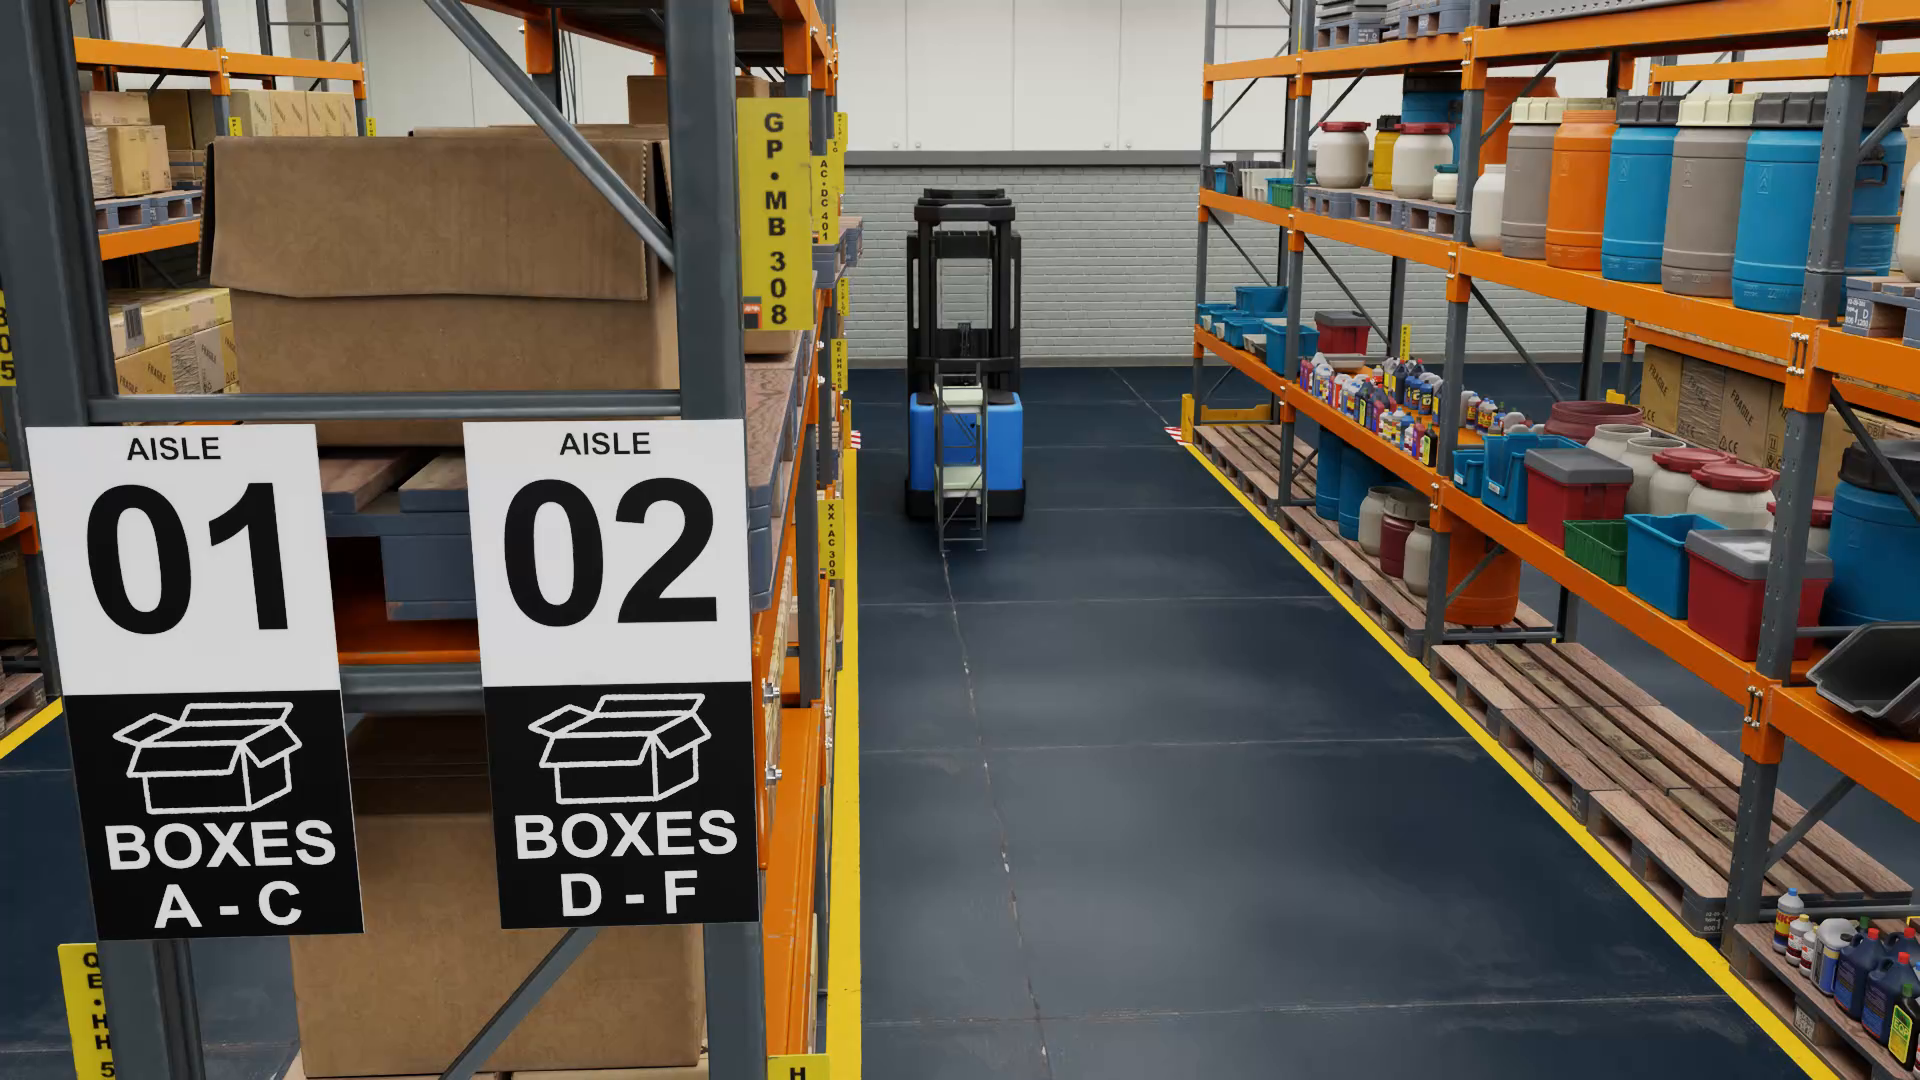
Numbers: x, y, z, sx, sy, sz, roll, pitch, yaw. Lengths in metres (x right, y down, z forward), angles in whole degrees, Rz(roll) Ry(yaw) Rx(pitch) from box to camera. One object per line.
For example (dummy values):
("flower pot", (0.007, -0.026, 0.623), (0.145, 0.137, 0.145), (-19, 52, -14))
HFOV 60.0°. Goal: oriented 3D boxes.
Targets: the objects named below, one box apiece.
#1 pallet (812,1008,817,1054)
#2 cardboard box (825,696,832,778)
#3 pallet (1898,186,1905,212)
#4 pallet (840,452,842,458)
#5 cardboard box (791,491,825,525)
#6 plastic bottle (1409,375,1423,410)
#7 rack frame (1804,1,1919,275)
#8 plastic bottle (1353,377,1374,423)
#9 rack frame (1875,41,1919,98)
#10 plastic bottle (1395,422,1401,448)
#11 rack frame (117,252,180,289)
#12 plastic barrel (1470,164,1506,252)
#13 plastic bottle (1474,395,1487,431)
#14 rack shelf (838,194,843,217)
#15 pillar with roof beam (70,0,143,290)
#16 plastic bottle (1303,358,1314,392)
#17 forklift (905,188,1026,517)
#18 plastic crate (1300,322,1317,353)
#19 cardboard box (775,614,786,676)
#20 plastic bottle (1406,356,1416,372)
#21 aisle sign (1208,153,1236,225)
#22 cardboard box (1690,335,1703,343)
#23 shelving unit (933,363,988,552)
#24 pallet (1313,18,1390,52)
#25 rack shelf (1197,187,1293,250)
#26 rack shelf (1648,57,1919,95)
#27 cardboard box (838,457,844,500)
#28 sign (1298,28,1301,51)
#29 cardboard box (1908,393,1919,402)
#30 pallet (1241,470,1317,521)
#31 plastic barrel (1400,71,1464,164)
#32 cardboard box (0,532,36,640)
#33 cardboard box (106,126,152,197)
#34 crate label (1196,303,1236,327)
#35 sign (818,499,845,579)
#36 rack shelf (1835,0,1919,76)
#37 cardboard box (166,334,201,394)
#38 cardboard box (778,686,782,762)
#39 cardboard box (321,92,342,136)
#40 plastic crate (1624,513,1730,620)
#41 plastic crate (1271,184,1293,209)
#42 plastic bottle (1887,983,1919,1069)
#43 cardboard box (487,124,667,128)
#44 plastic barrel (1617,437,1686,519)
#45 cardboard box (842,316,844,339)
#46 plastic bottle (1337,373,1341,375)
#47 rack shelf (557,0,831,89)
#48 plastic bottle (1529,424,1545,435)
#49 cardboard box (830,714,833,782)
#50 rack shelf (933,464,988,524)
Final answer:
("pallet", (-1.057, 2.014, 6.276), (1.003, 0.211, 1.213), (-1, 14, -3))
("cardboard box", (-0.901, 0.962, 8.319), (0.500, 0.311, 0.500), (-1, 14, -5))
("pallet", (8.433, -2.809, 13.790), (0.805, 0.209, 1.217), (-1, 15, -6))
("pallet", (-1.680, -0.649, 16.626), (1.003, 0.211, 1.213), (-1, 14, -3))
("cardboard box", (-0.981, -0.189, 9.745), (0.380, 0.149, 0.250), (-1, 14, -3))
("plastic bottle", (3.670, -1.189, 13.385), (0.097, 0.271, 0.097), (0, 14, 0))
("rack frame", (3.880, -2.516, 6.246), (1.000, 3.000, 0.127), (-1, 14, -3))
("plastic bottle", (3.122, -1.079, 12.800), (0.144, 0.351, 0.185), (-1, 14, -3))
("rack frame", (8.327, -4.582, 14.276), (1.000, 3.000, 0.127), (-1, 14, -3))
("plastic bottle", (3.160, -0.762, 11.868), (0.097, 0.201, 0.097), (0, 14, 0))
("rack frame", (-6.504, -1.447, 14.132), (1.000, 3.000, 0.127), (-1, 14, -3))
("plastic barrel", (3.345, -2.030, 10.153), (0.421, 0.512, 0.421), (0, 14, 0))
("plastic bottle", (3.902, -0.950, 12.432), (0.061, 0.283, 0.133), (-1, 14, -3))
("rack shelf", (-1.684, -3.126, 16.082), (1.077, 0.370, 4.000), (-1, 14, -3))
("pillar with roof beam", (-3.114, -4.580, 14.267), (9.100, 9.000, 0.400), (-1, 14, -3))
("plastic bottle", (2.989, -1.413, 14.232), (0.061, 0.283, 0.133), (-1, 14, -3))
("forklift", (0.032, -1.943, 16.195), (1.130, 2.935, 3.031), (0, 14, -1))
("plastic crate", (3.473, -1.955, 16.221), (0.437, 0.282, 0.530), (-1, 14, -3))
("cardboard box", (-0.785, 0.359, 5.611), (0.380, 0.149, 0.250), (-1, 14, -4))
("plastic bottle", (3.767, -1.353, 13.864), (0.144, 0.351, 0.185), (-1, 14, -3))
("aisle sign", (2.835, -3.867, 18.320), (0.394, 0.787, 0.004), (-1, 14, -3))
("cardboard box", (7.854, -2.137, 17.315), (0.380, 0.149, 0.250), (-1, 14, -4))
("shelving unit", (0.000, -0.725, 14.333), (0.431, 1.500, 0.755), (-1, 14, -3))
("pallet", (3.466, -4.015, 13.254), (1.003, 0.211, 1.213), (-1, 14, -3))
("rack shelf", (3.260, -3.202, 16.375), (1.077, 0.370, 4.000), (-1, 14, -3))
("rack shelf", (8.203, -4.537, 16.349), (1.077, 0.370, 4.000), (-1, 14, -3))
("cardboard box", (-1.244, -0.409, 14.229), (0.500, 0.500, 0.500), (-1, 14, -4))
("sign", (3.684, -5.357, 17.934), (0.100, 0.325, 0.005), (-1, 14, -3))
("cardboard box", (8.169, -1.357, 13.582), (0.500, 0.500, 0.500), (-1, 14, -5))
("pallet", (3.300, -0.432, 15.782), (1.003, 0.211, 1.213), (-1, 14, -3))
("plastic barrel", (3.642, -3.077, 12.597), (0.600, 0.901, 0.708), (-1, 14, -3))
("cardboard box", (-6.171, 0.200, 11.200), (0.750, 0.750, 0.750), (-1, 14, -4))
("cardboard box", (-6.460, -2.804, 12.299), (0.700, 0.500, 0.500), (-1, 14, -4))
("crate label", (2.823, -2.477, 18.348), (0.416, 0.233, 0.303), (-1, 14, -3))
("sign", (-0.511, -0.002, 6.617), (0.100, 0.325, 0.005), (-1, 14, -3))
("rack shelf", (4.003, -1.477, 4.452), (1.077, 0.370, 4.000), (-1, 14, -3))
("cardboard box", (-6.160, -1.287, 12.670), (0.500, 0.500, 0.500), (-1, 14, -3))
("cardboard box", (-1.031, 0.527, 6.259), (0.700, 0.500, 0.500), (-1, 14, -5))
("cardboard box", (-6.414, -4.135, 16.309), (0.500, 0.500, 0.500), (0, 14, -2))
("plastic crate", (3.501, 0.128, 8.043), (0.392, 0.384, 0.575), (-1, 14, -3))
("plastic crate", (3.056, -3.051, 14.770), (0.450, 0.188, 0.662), (-1, 14, -3))
("plastic bottle", (3.496, 1.788, 6.127), (0.061, 0.283, 0.133), (0, 14, -1))
("cardboard box", (-1.296, -1.178, 5.741), (0.500, 0.500, 0.500), (0, 14, 1))
("plastic barrel", (3.935, -0.302, 9.457), (0.421, 0.512, 0.421), (0, 14, 0))
("cardboard box", (-1.473, -2.332, 17.369), (0.500, 0.500, 0.500), (-1, 14, -3))
("plastic bottle", (3.178, -1.299, 13.952), (0.097, 0.201, 0.097), (0, 14, 0))
("rack shelf", (-1.188, -2.396, 8.025), (1.077, 0.370, 4.000), (-1, 14, -3))
("plastic bottle", (3.928, -0.658, 11.313), (0.152, 0.276, 0.135), (-1, 14, -3))
("cardboard box", (-0.938, 1.107, 8.881), (0.500, 0.250, 0.500), (-1, 14, -2))
("rack shelf", (0.000, -0.409, 14.414), (0.431, 0.370, 0.720), (-1, 14, -3))
